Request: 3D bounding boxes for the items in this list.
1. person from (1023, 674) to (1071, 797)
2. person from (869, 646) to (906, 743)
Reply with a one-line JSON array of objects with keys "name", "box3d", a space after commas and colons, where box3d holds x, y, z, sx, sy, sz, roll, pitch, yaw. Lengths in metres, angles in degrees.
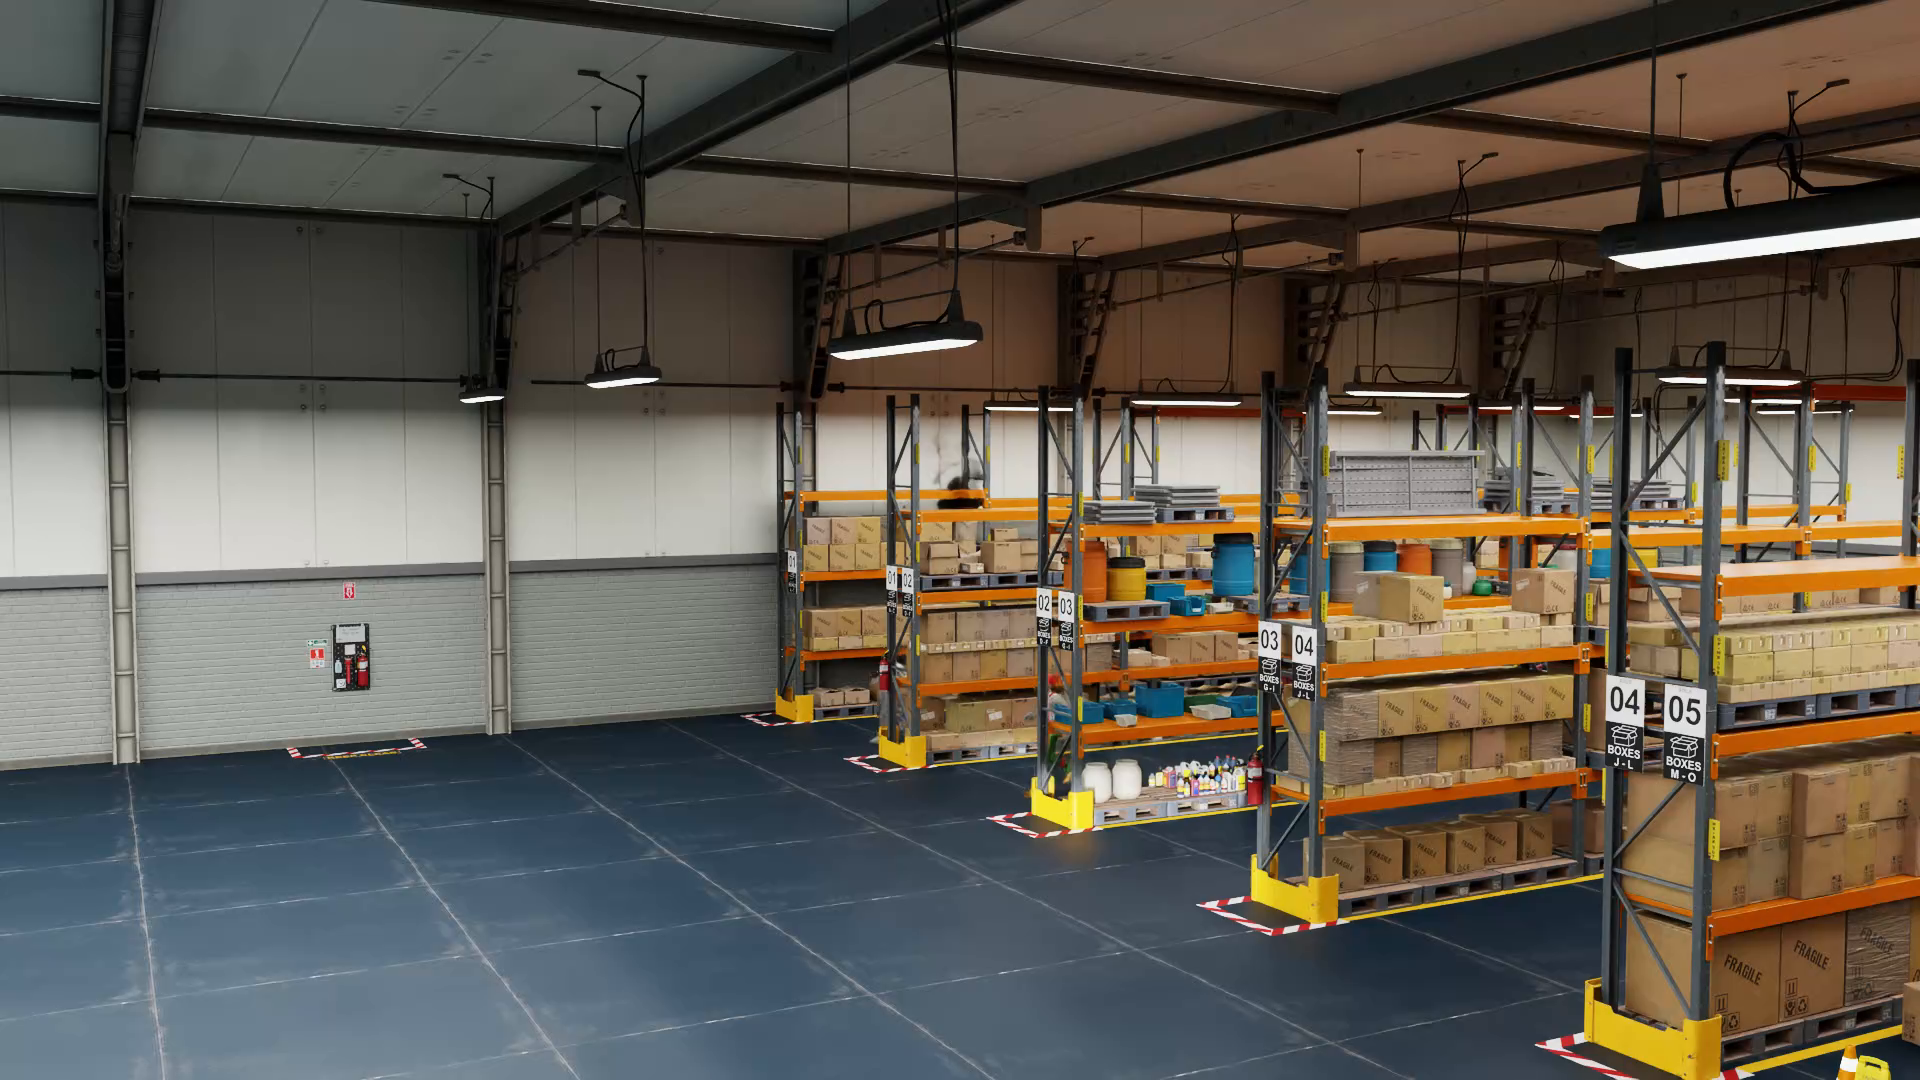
[{"name": "person", "box3d": [1.365, 2.874, 24.658, 0.993, 1.791, 0.669, -2, 4, -25]}, {"name": "person", "box3d": [-1.233, 2.665, 28.992, 0.893, 1.667, 0.618, -3, 4, -42]}]
